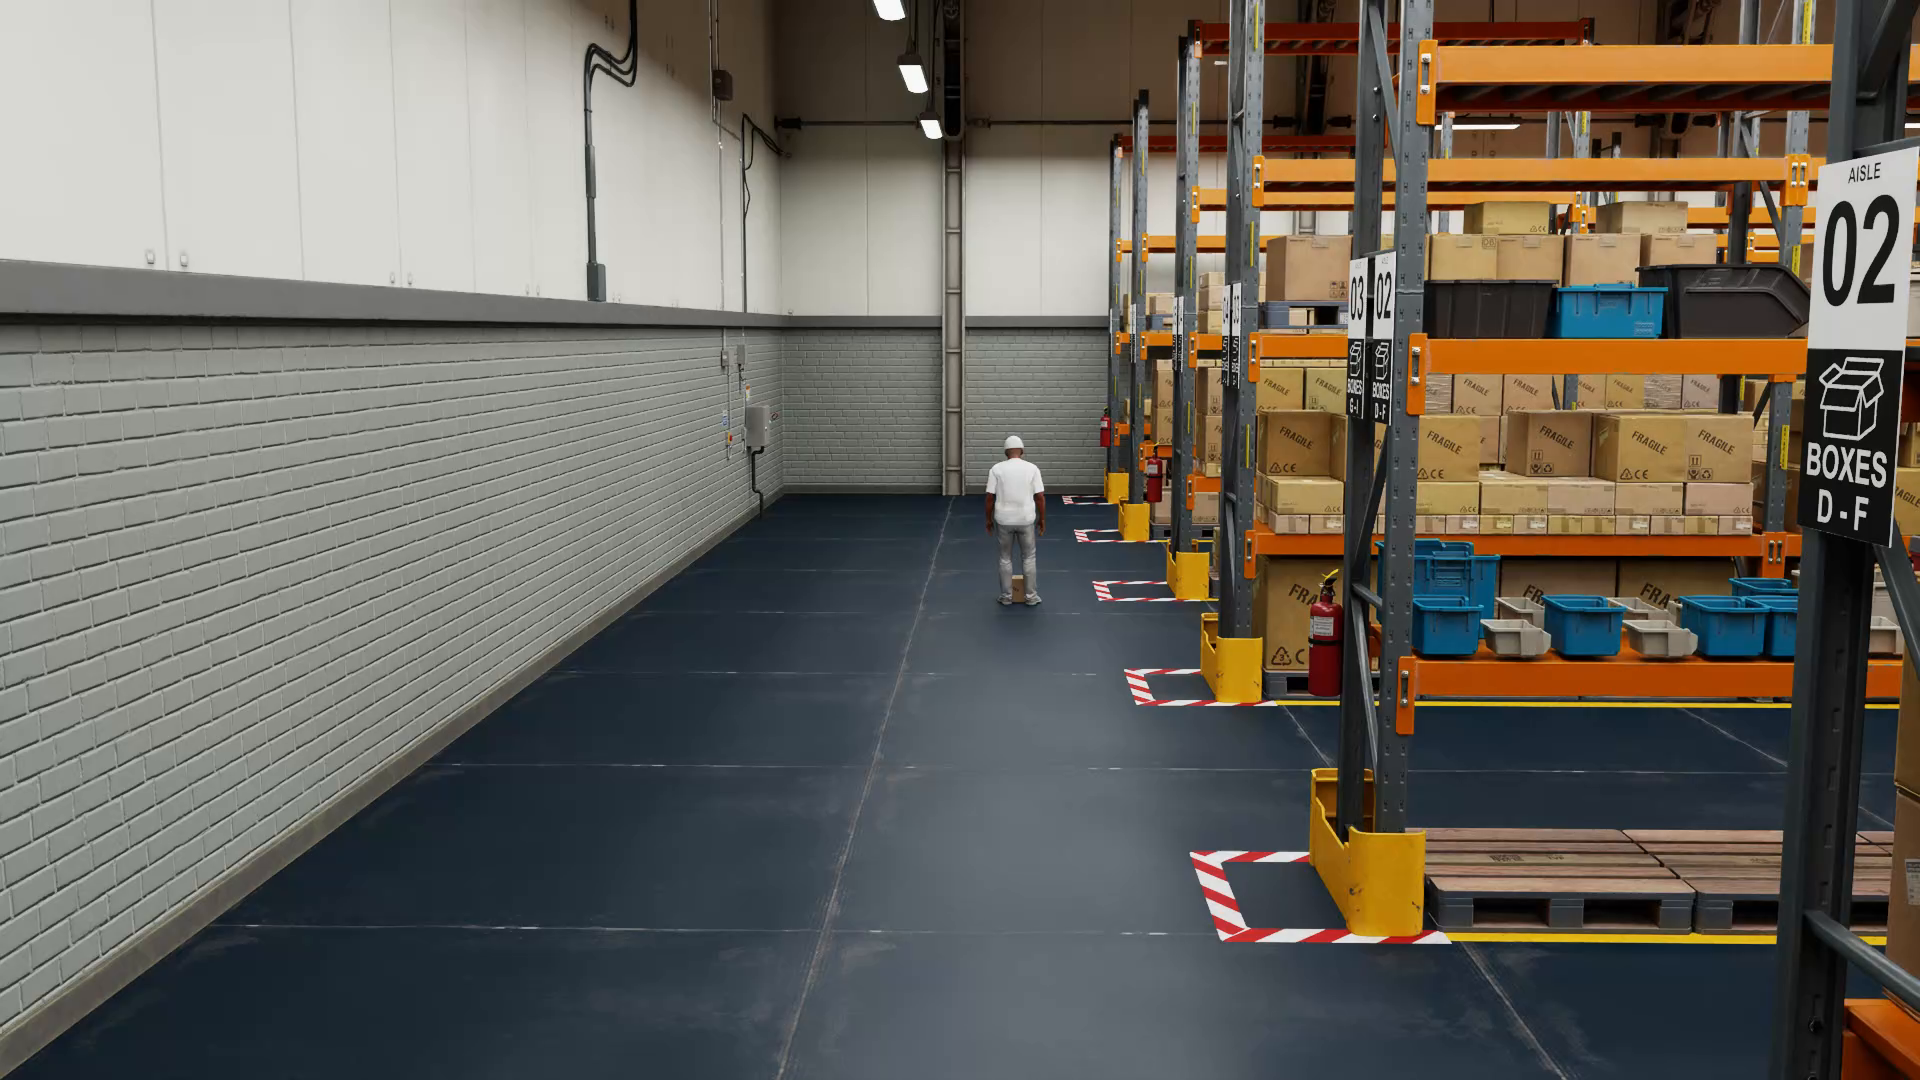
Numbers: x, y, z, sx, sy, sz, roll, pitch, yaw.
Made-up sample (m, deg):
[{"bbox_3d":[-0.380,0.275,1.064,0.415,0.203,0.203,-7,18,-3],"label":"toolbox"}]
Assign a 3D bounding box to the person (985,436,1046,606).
[{"bbox_3d":[0.578,-0.203,17.309,0.628,1.761,0.457,0,7,2],"label":"person"}]
